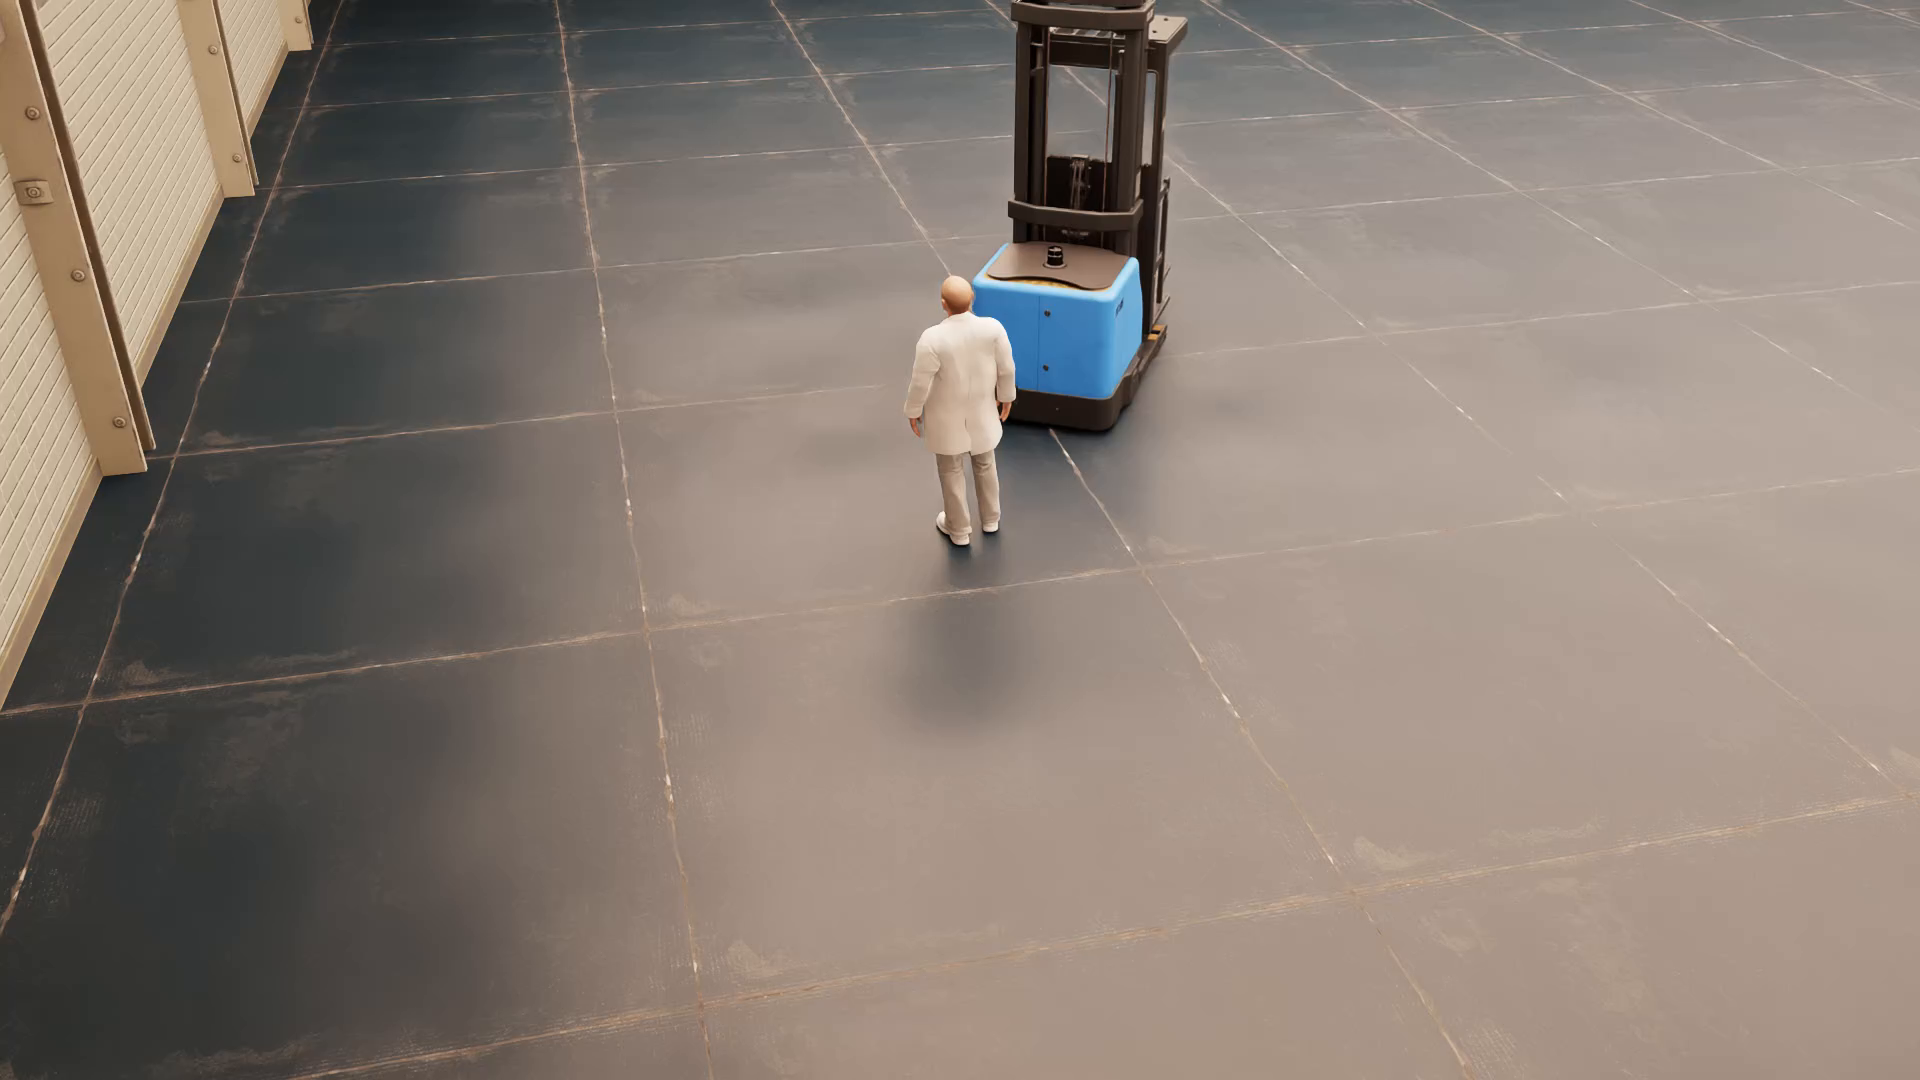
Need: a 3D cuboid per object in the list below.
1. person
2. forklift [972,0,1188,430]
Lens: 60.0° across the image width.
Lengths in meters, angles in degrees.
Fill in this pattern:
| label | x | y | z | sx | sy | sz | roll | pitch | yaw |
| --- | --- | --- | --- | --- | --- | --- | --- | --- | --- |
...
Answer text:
| label | x | y | z | sx | sy | sz | roll | pitch | yaw |
| --- | --- | --- | --- | --- | --- | --- | --- | --- | --- |
| person | -0.017 | -0.820 | 10.128 | 0.696 | 1.775 | 0.581 | -7 | 31 | -12 |
| forklift | 1.006 | -2.764 | 12.348 | 1.130 | 2.935 | 3.031 | 9 | 31 | 15 |
